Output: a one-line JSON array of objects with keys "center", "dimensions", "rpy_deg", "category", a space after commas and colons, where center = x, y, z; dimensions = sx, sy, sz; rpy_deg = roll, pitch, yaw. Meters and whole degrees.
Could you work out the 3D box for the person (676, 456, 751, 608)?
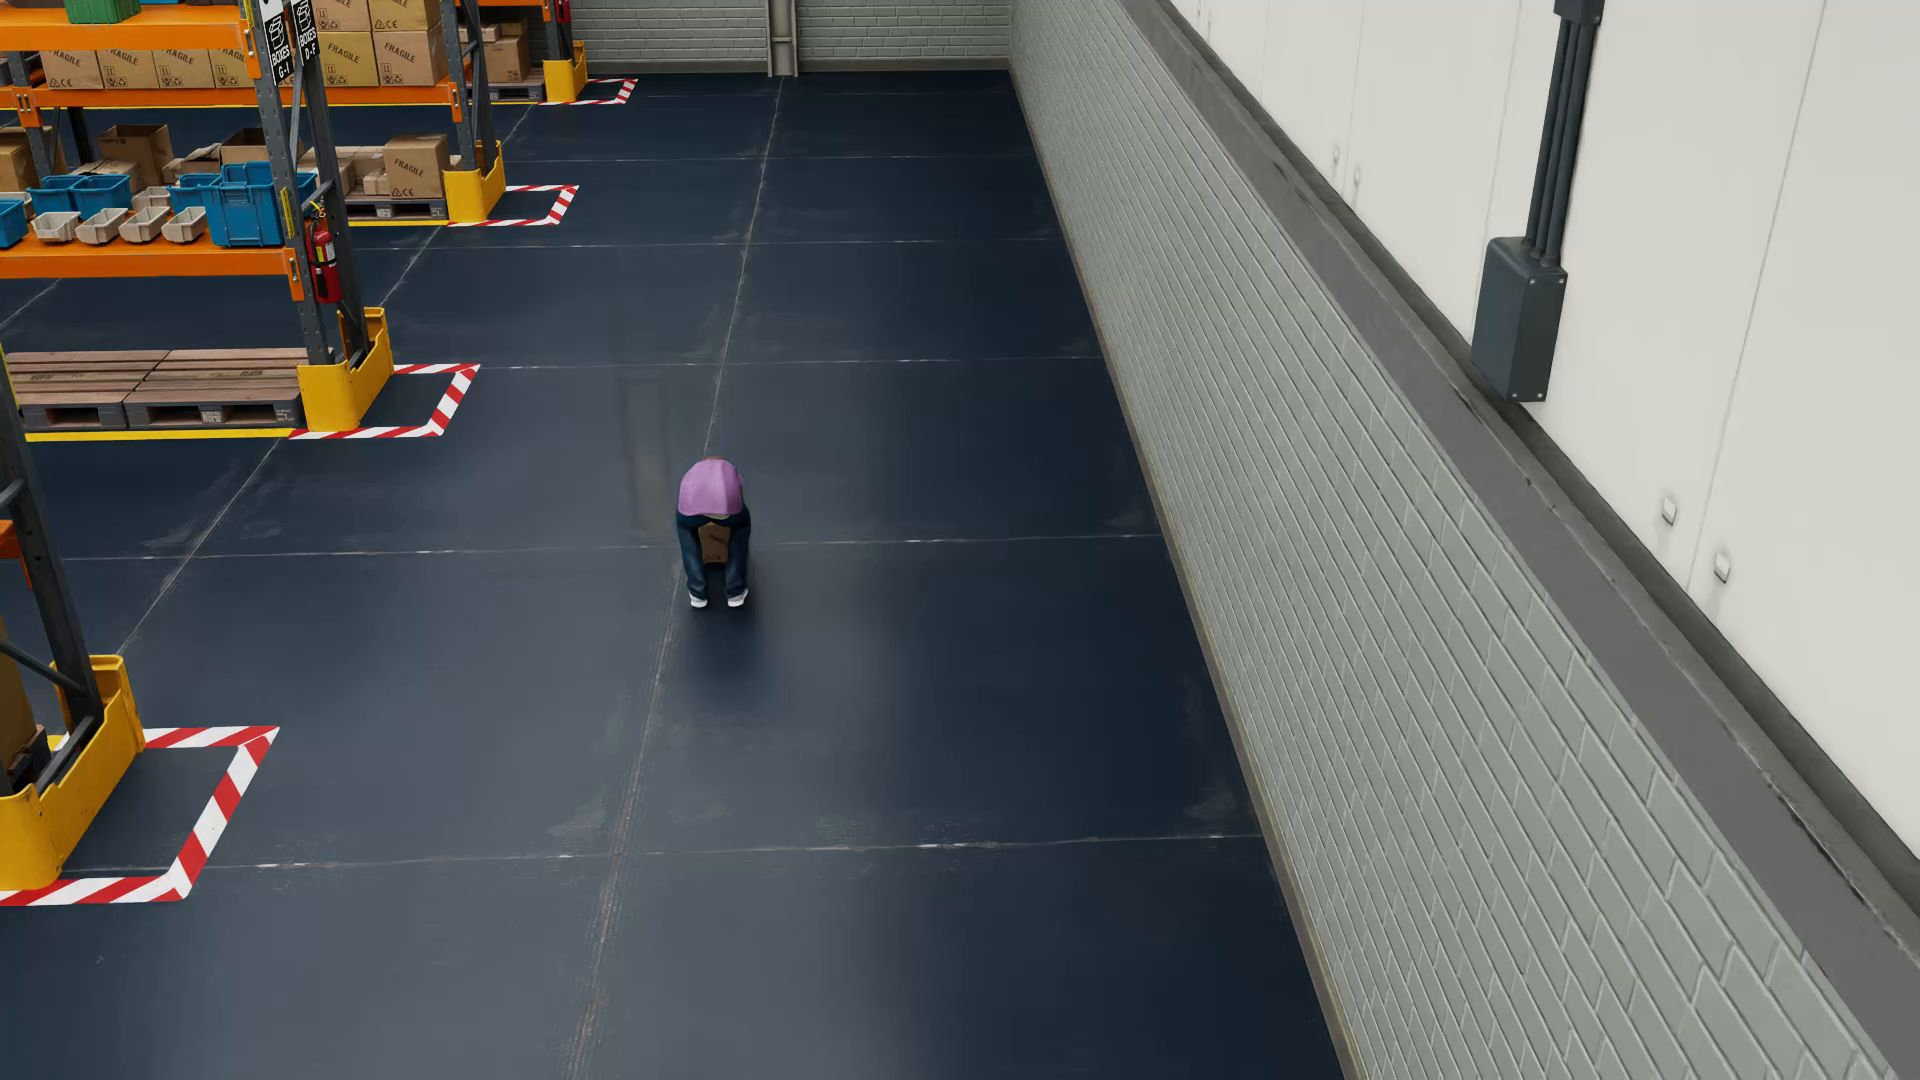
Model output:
[{"center": [-1.421, -0.110, 9.610], "dimensions": [0.425, 0.873, 0.853], "rpy_deg": [-3, 28, -5], "category": "person"}]
